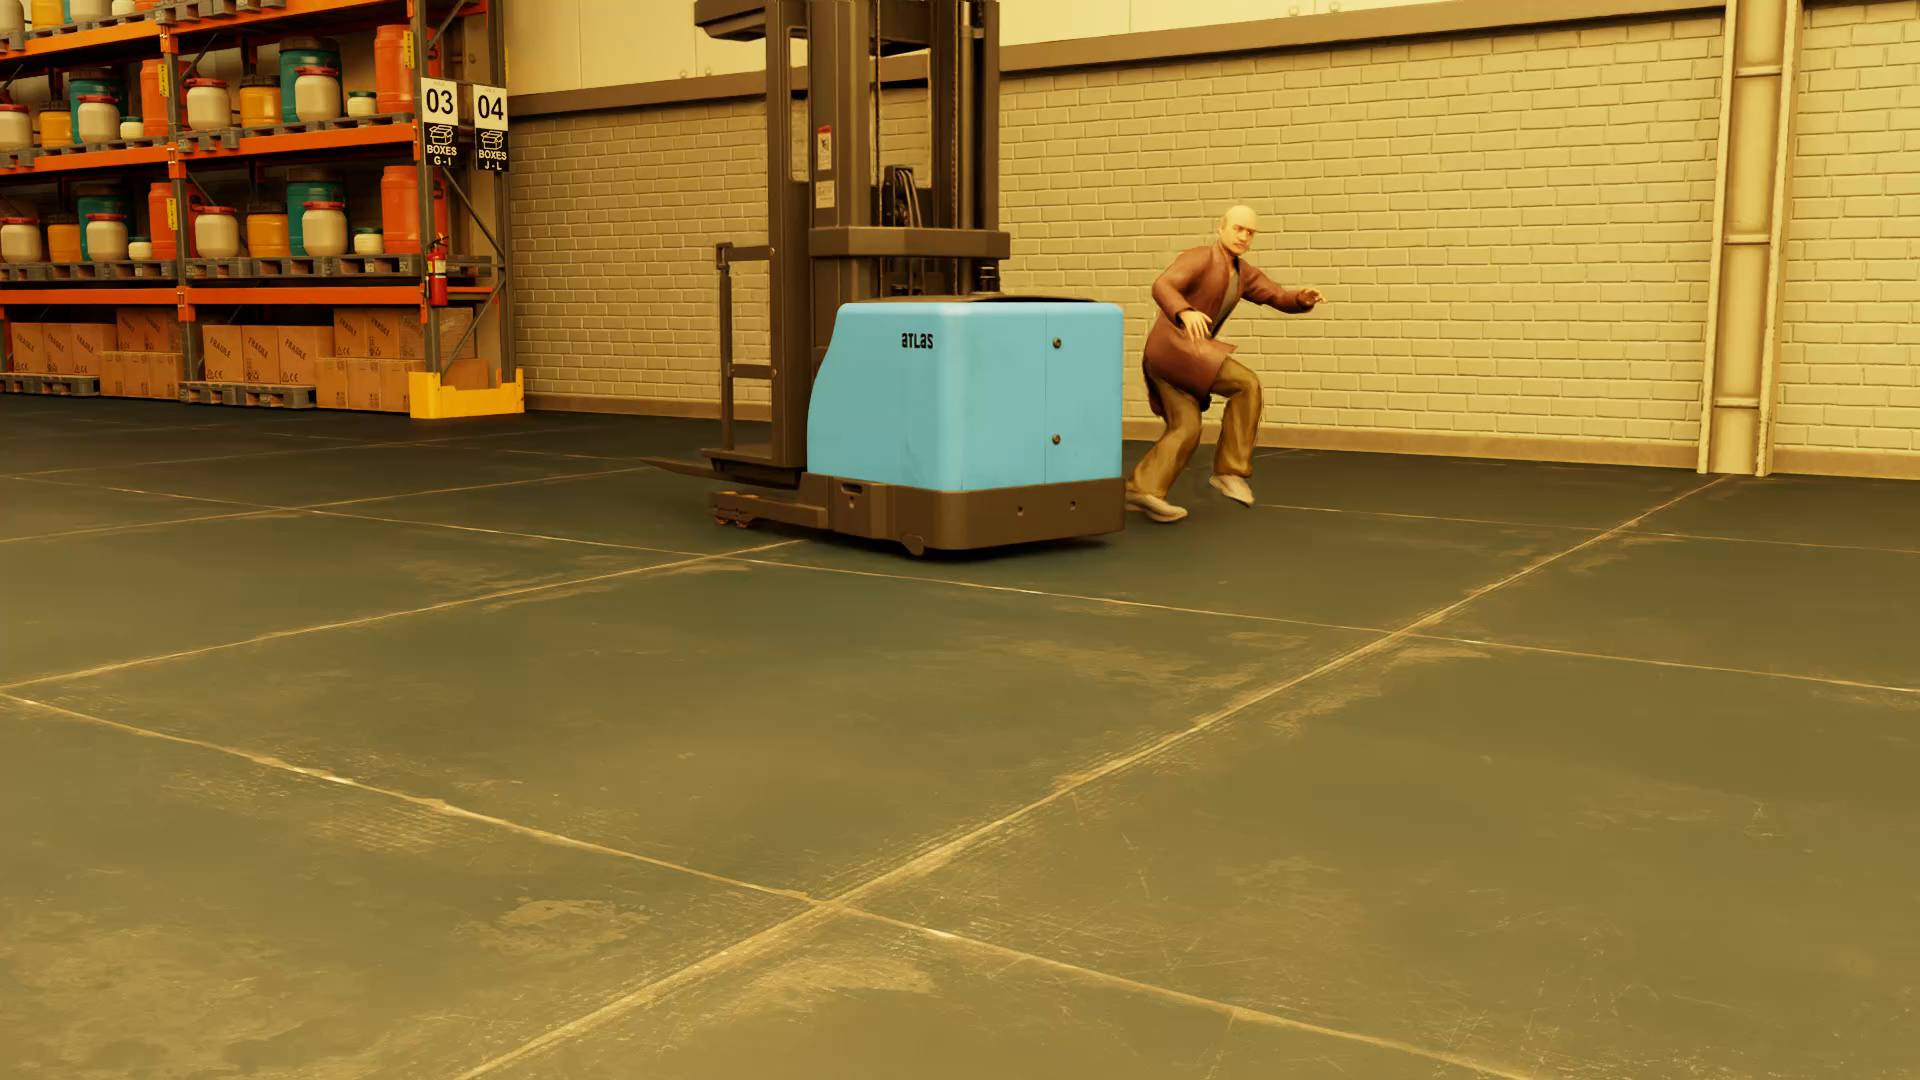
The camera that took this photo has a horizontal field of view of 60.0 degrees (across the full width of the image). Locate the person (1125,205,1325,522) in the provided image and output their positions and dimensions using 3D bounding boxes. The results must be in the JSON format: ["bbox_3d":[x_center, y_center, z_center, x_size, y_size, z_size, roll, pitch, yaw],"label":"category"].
[{"bbox_3d":[1.328,-0.894,8.323,0.929,1.554,1.043,3,9,20],"label":"person"}]

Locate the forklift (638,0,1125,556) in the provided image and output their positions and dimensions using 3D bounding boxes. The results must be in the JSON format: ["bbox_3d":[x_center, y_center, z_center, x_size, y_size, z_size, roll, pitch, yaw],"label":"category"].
[{"bbox_3d":[-0.578,-1.545,8.058,1.130,2.935,3.031,-6,10,-38],"label":"forklift"}]
